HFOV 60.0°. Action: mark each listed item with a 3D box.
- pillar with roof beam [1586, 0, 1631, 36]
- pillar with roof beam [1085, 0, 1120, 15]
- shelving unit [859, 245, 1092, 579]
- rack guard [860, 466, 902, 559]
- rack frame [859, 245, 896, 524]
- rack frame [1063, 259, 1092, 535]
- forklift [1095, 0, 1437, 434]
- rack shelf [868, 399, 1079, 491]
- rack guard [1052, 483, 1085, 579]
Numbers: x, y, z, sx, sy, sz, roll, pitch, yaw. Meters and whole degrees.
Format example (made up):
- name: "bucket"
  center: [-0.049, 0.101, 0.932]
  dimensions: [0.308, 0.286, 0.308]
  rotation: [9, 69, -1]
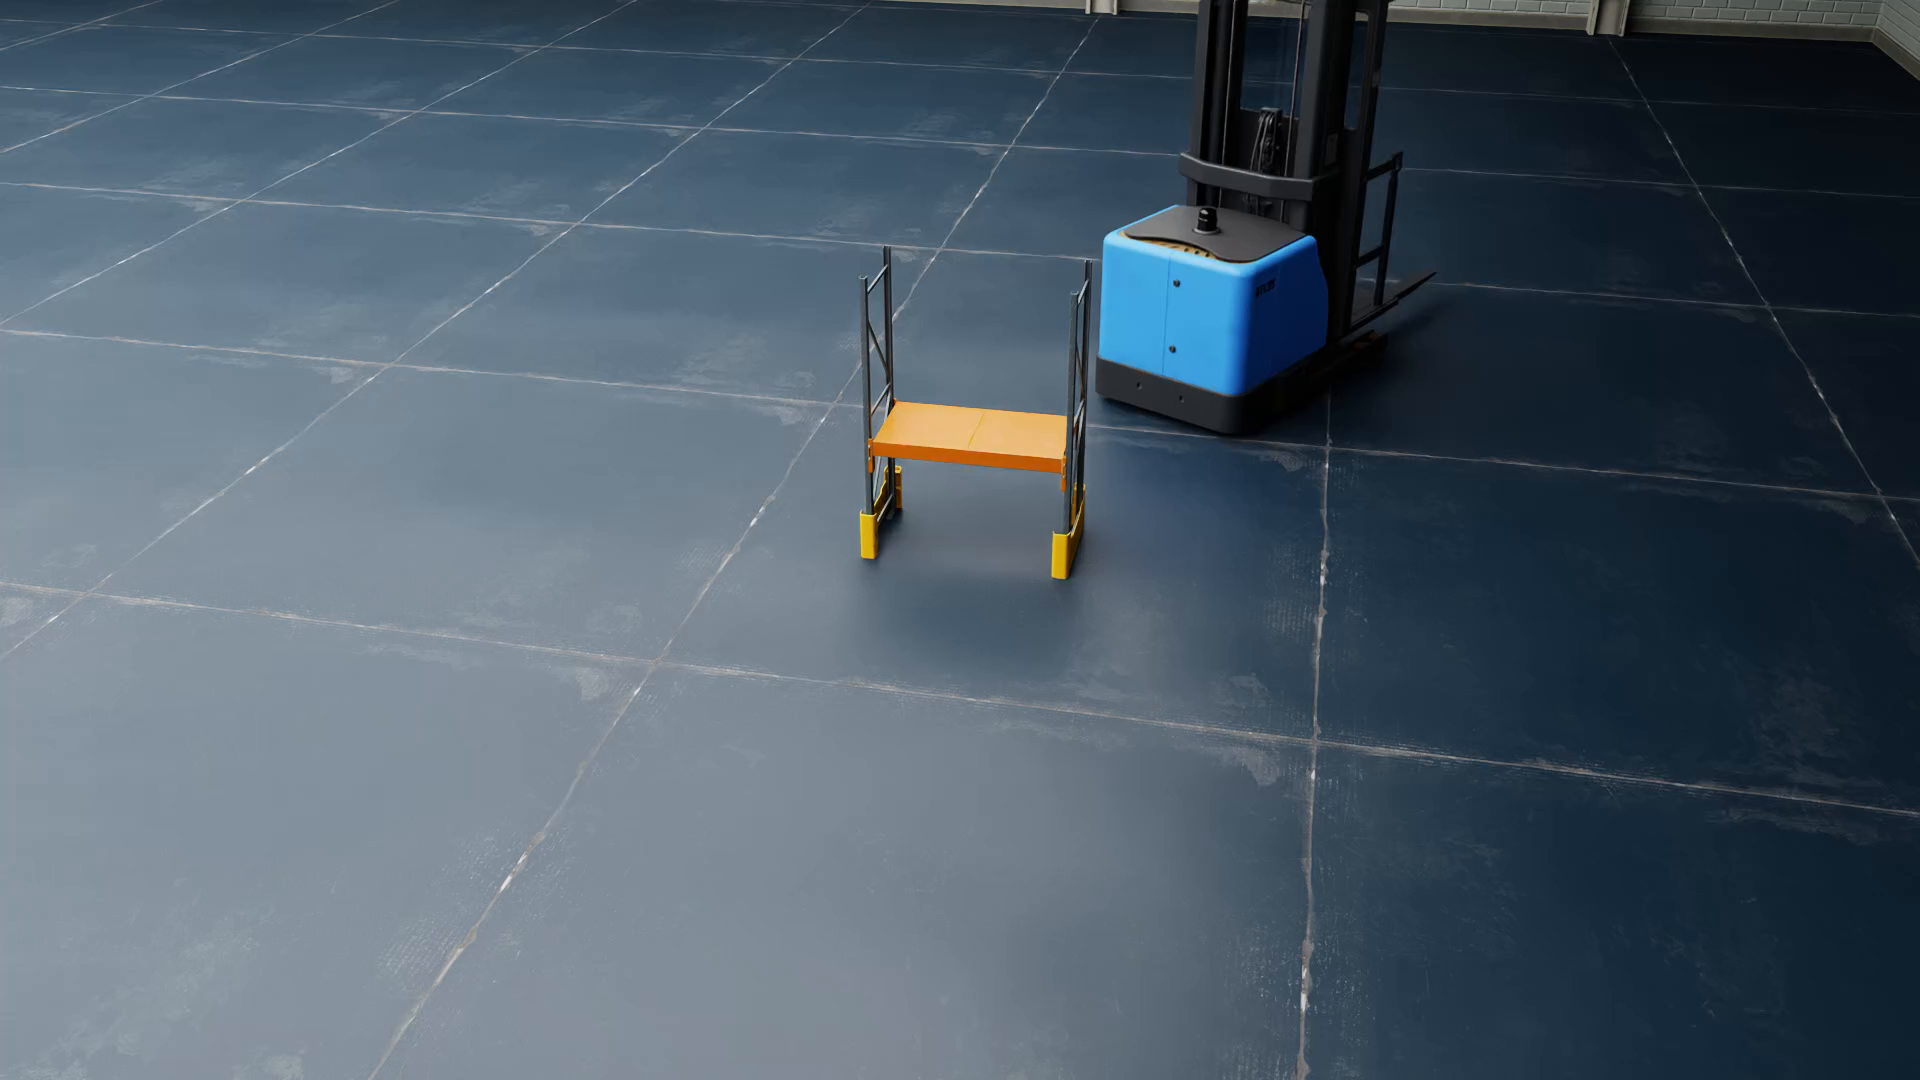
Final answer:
- name: "pillar with roof beam"
  center: [6.761, -7.952, 13.903]
  dimensions: [0.400, 9.000, 9.100]
  rotation: [6, 29, 11]
- name: "pillar with roof beam"
  center: [0.894, -8.553, 15.002]
  dimensions: [0.400, 9.000, 9.100]
  rotation: [6, 29, 11]
- name: "shelving unit"
  center: [0.075, -0.650, 8.376]
  dimensions: [1.083, 1.500, 0.587]
  rotation: [6, 29, 11]
- name: "rack guard"
  center: [-0.412, -0.152, 8.767]
  dimensions: [0.087, 0.250, 0.587]
  rotation: [6, 29, 11]
- name: "rack frame"
  center: [-0.414, -0.700, 8.467]
  dimensions: [0.032, 1.500, 0.500]
  rotation: [6, 29, 11]
- name: "rack frame"
  center: [0.581, -0.598, 8.281]
  dimensions: [0.032, 1.500, 0.500]
  rotation: [6, 29, 11]
- name: "forklift"
  center: [2.159, -2.545, 10.347]
  dimensions: [1.130, 2.935, 3.031]
  rotation: [22, 35, 34]
- name: "rack shelf"
  center: [0.083, -0.492, 8.461]
  dimensions: [1.000, 0.185, 0.538]
  rotation: [6, 29, 11]
- name: "rack guard"
  center: [0.562, -0.052, 8.585]
  dimensions: [0.087, 0.250, 0.587]
  rotation: [6, 29, 11]
